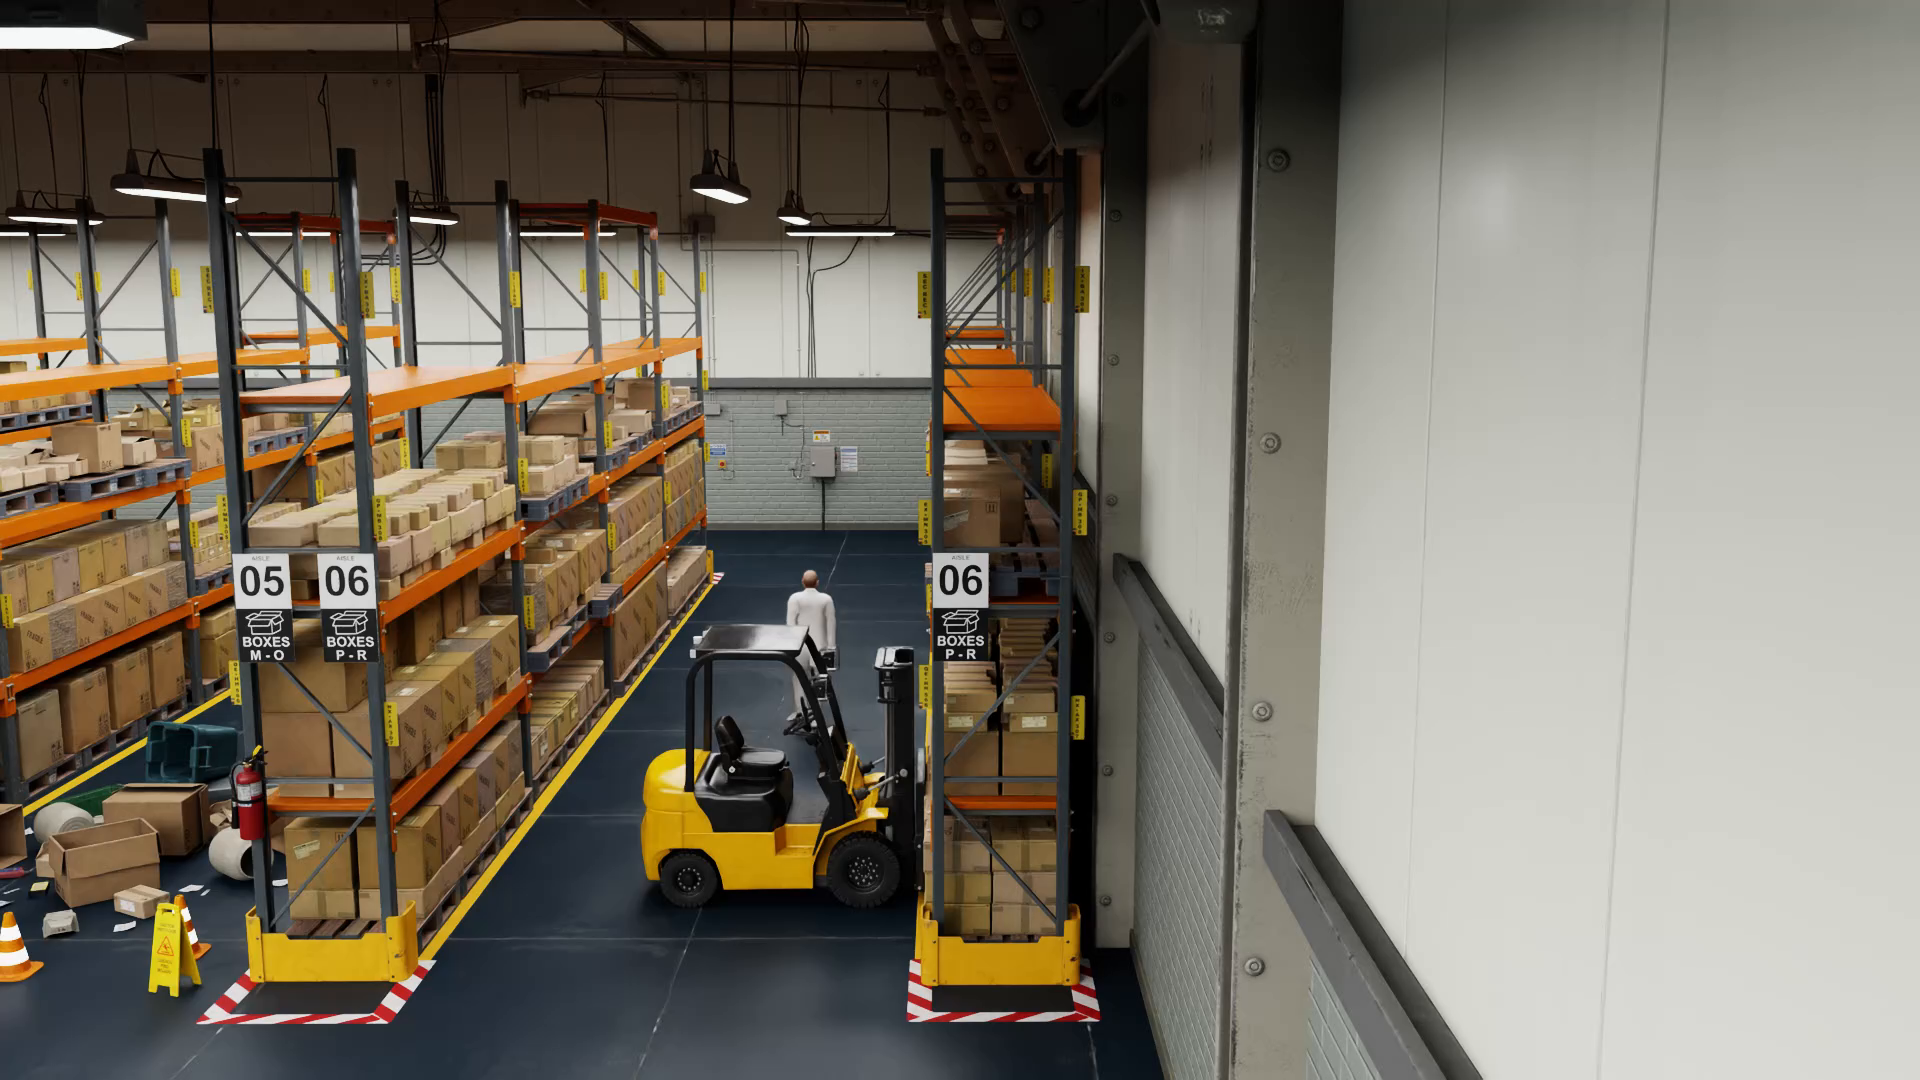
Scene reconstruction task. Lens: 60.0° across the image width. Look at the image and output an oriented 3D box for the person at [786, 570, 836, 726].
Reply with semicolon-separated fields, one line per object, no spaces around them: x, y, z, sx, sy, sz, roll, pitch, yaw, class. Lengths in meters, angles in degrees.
-1.724;1.261;19.131;0.628;1.813;0.595;-2;9;-13;person
